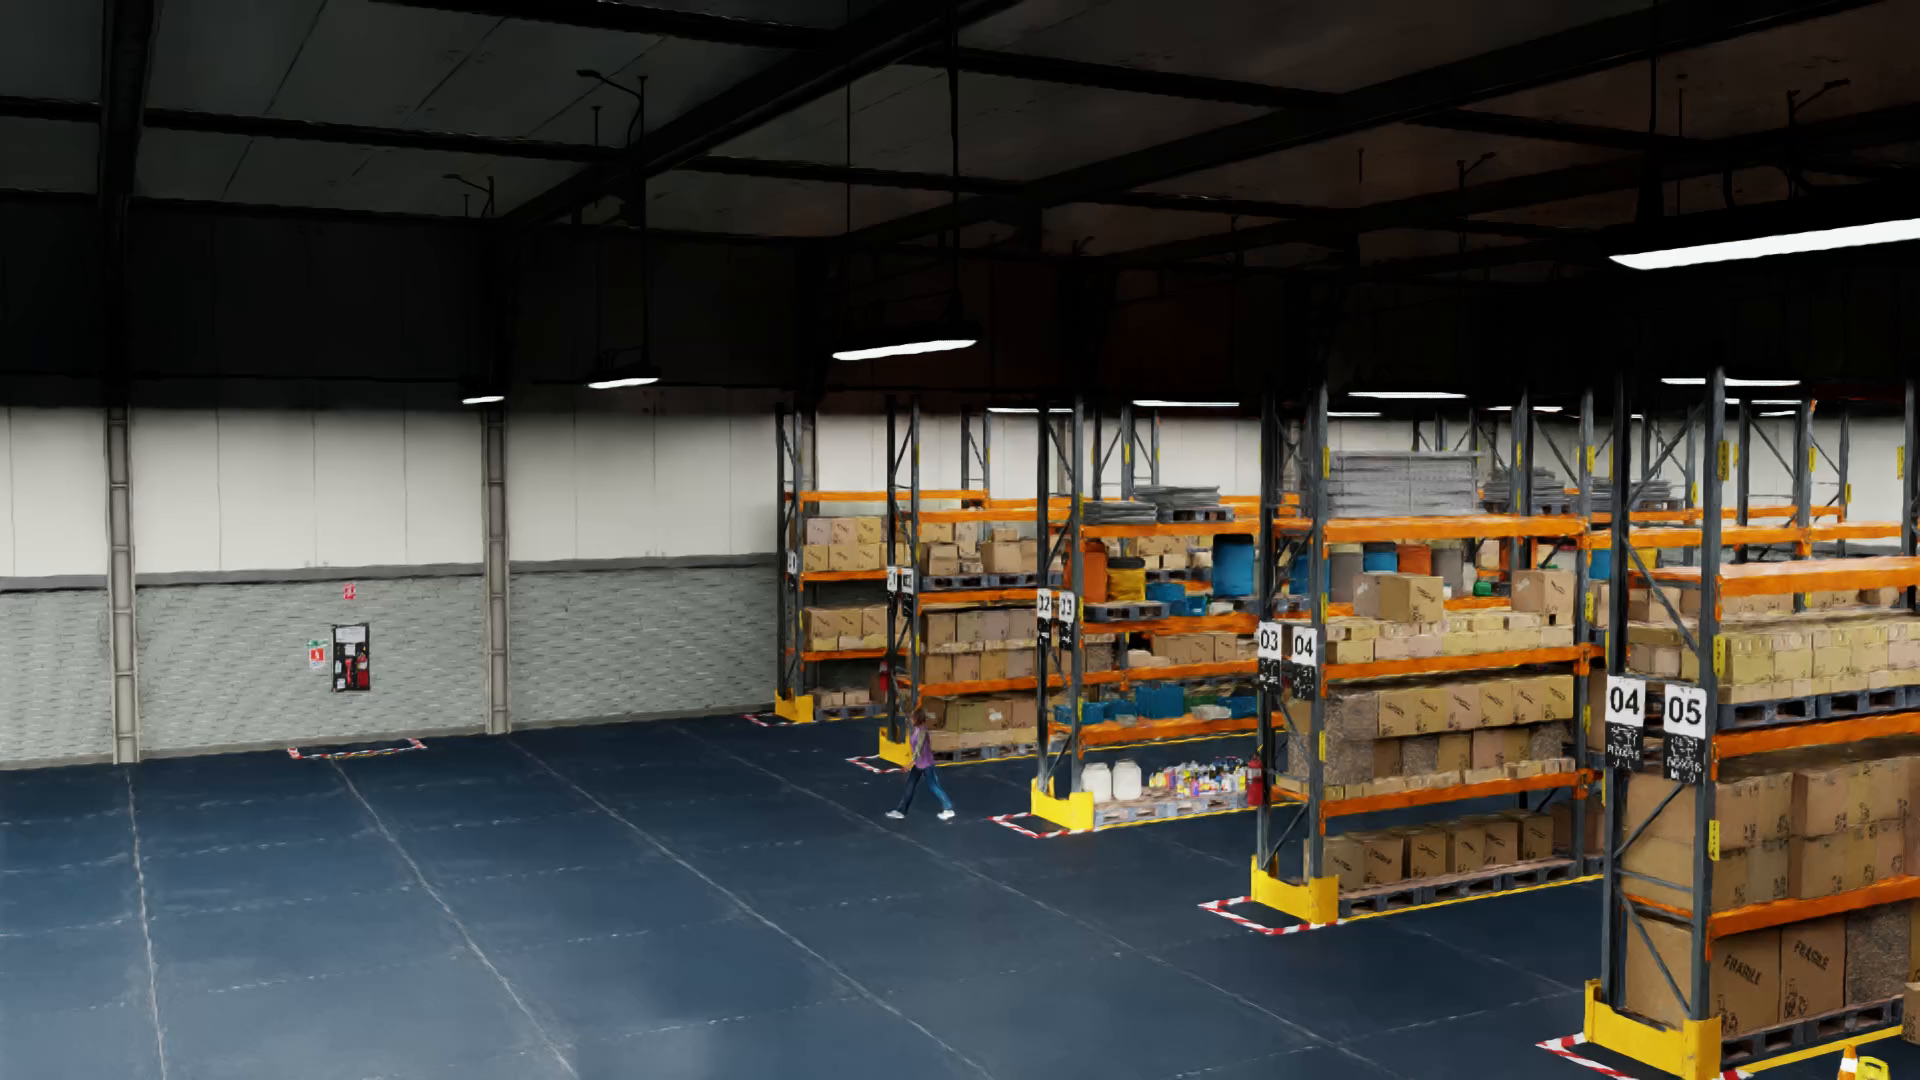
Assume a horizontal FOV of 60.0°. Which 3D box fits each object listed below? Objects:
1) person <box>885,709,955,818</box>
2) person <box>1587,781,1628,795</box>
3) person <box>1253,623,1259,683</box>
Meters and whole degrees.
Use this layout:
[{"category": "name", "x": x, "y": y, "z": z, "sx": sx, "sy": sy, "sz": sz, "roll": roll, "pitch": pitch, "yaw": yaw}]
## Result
[{"category": "person", "x": -0.536, "y": 3.083, "z": 22.920, "sx": 0.958, "sy": 1.529, "sz": 0.410, "roll": -1, "pitch": 3, "yaw": -18}, {"category": "person", "x": 9.696, "y": 2.970, "z": 24.512, "sx": 1.001, "sy": 1.606, "sz": 0.493, "roll": -2, "pitch": 4, "yaw": -29}, {"category": "person", "x": 6.309, "y": 2.380, "z": 34.743, "sx": 1.075, "sy": 1.585, "sz": 0.498, "roll": -2, "pitch": 4, "yaw": -30}]
